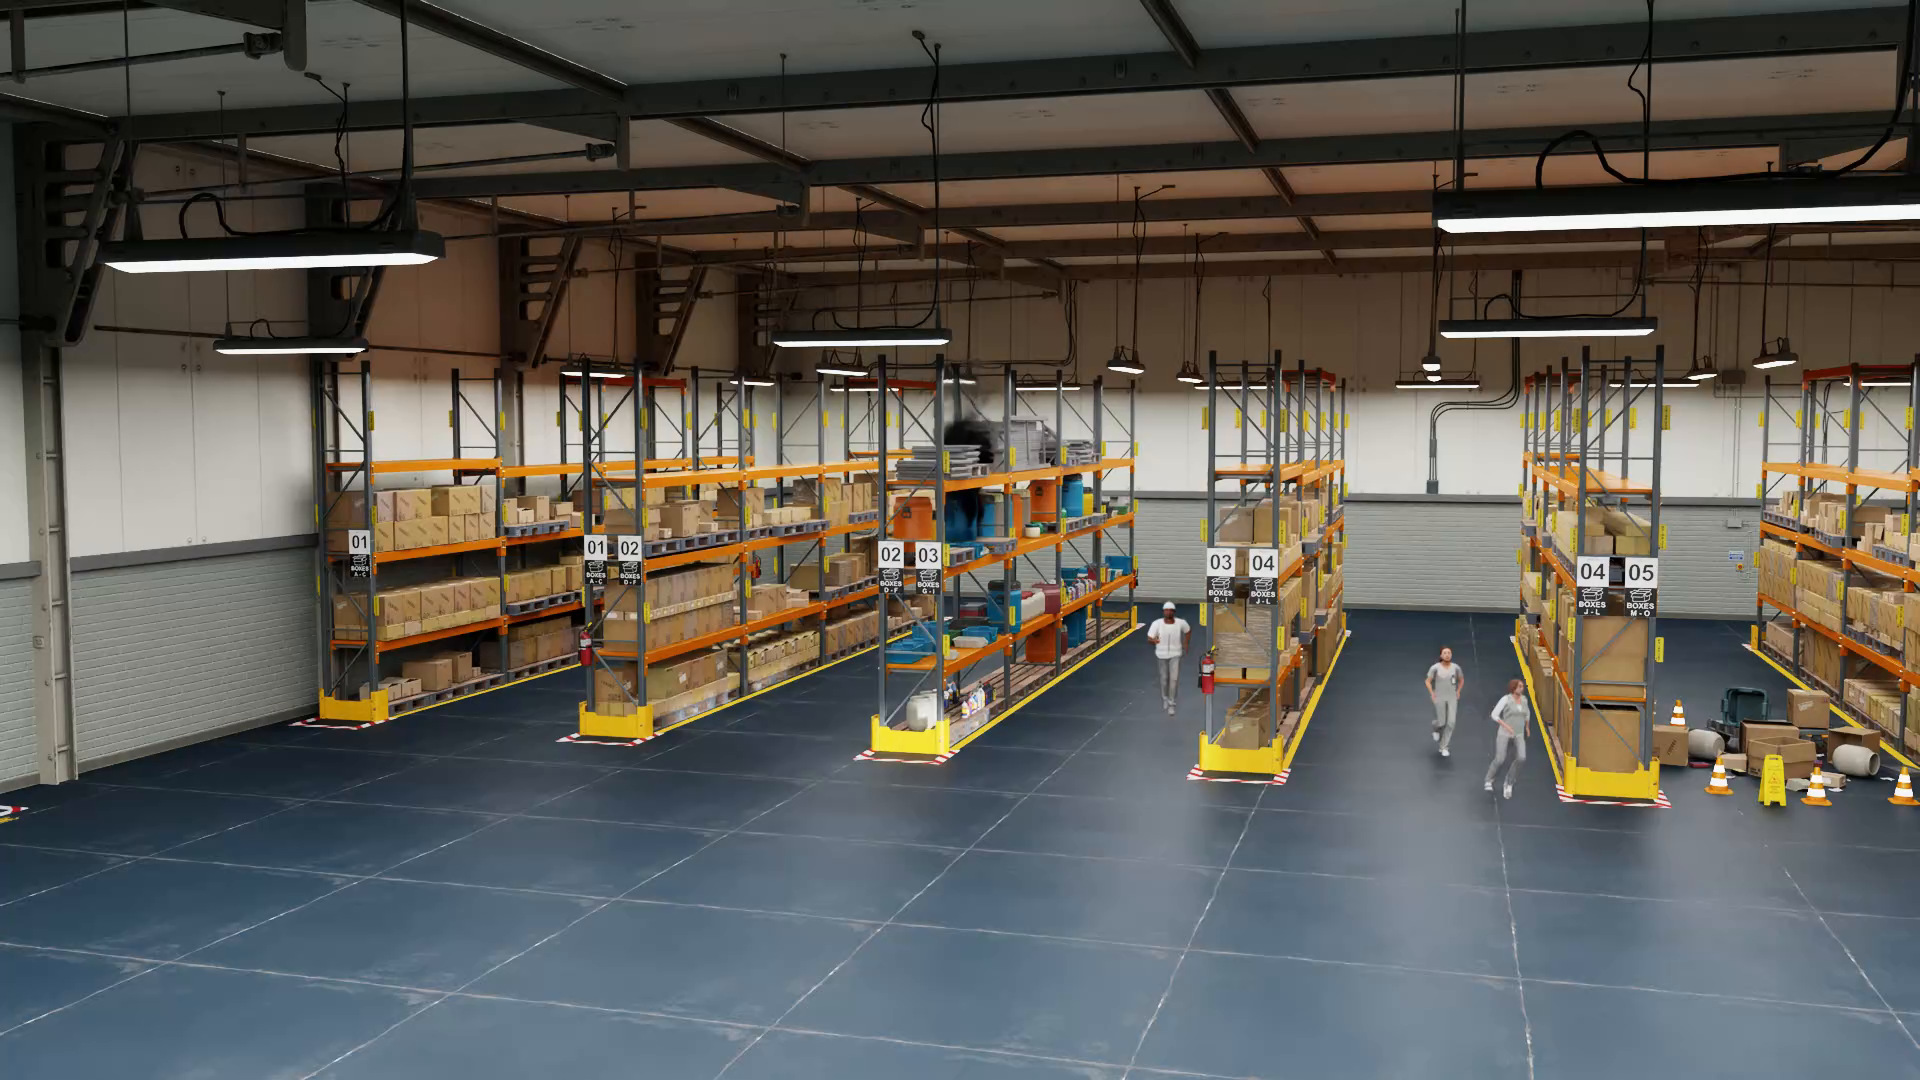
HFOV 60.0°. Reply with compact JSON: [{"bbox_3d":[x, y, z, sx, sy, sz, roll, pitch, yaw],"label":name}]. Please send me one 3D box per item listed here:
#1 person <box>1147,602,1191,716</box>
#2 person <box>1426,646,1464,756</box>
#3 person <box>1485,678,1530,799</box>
[{"bbox_3d":[3.359,1.898,26.786,0.695,1.811,0.893,1,4,10],"label":"person"},{"bbox_3d":[7.328,2.408,25.122,0.572,1.627,0.636,0,4,4],"label":"person"},{"bbox_3d":[7.384,2.635,22.242,0.602,1.587,0.614,0,4,-6],"label":"person"}]
